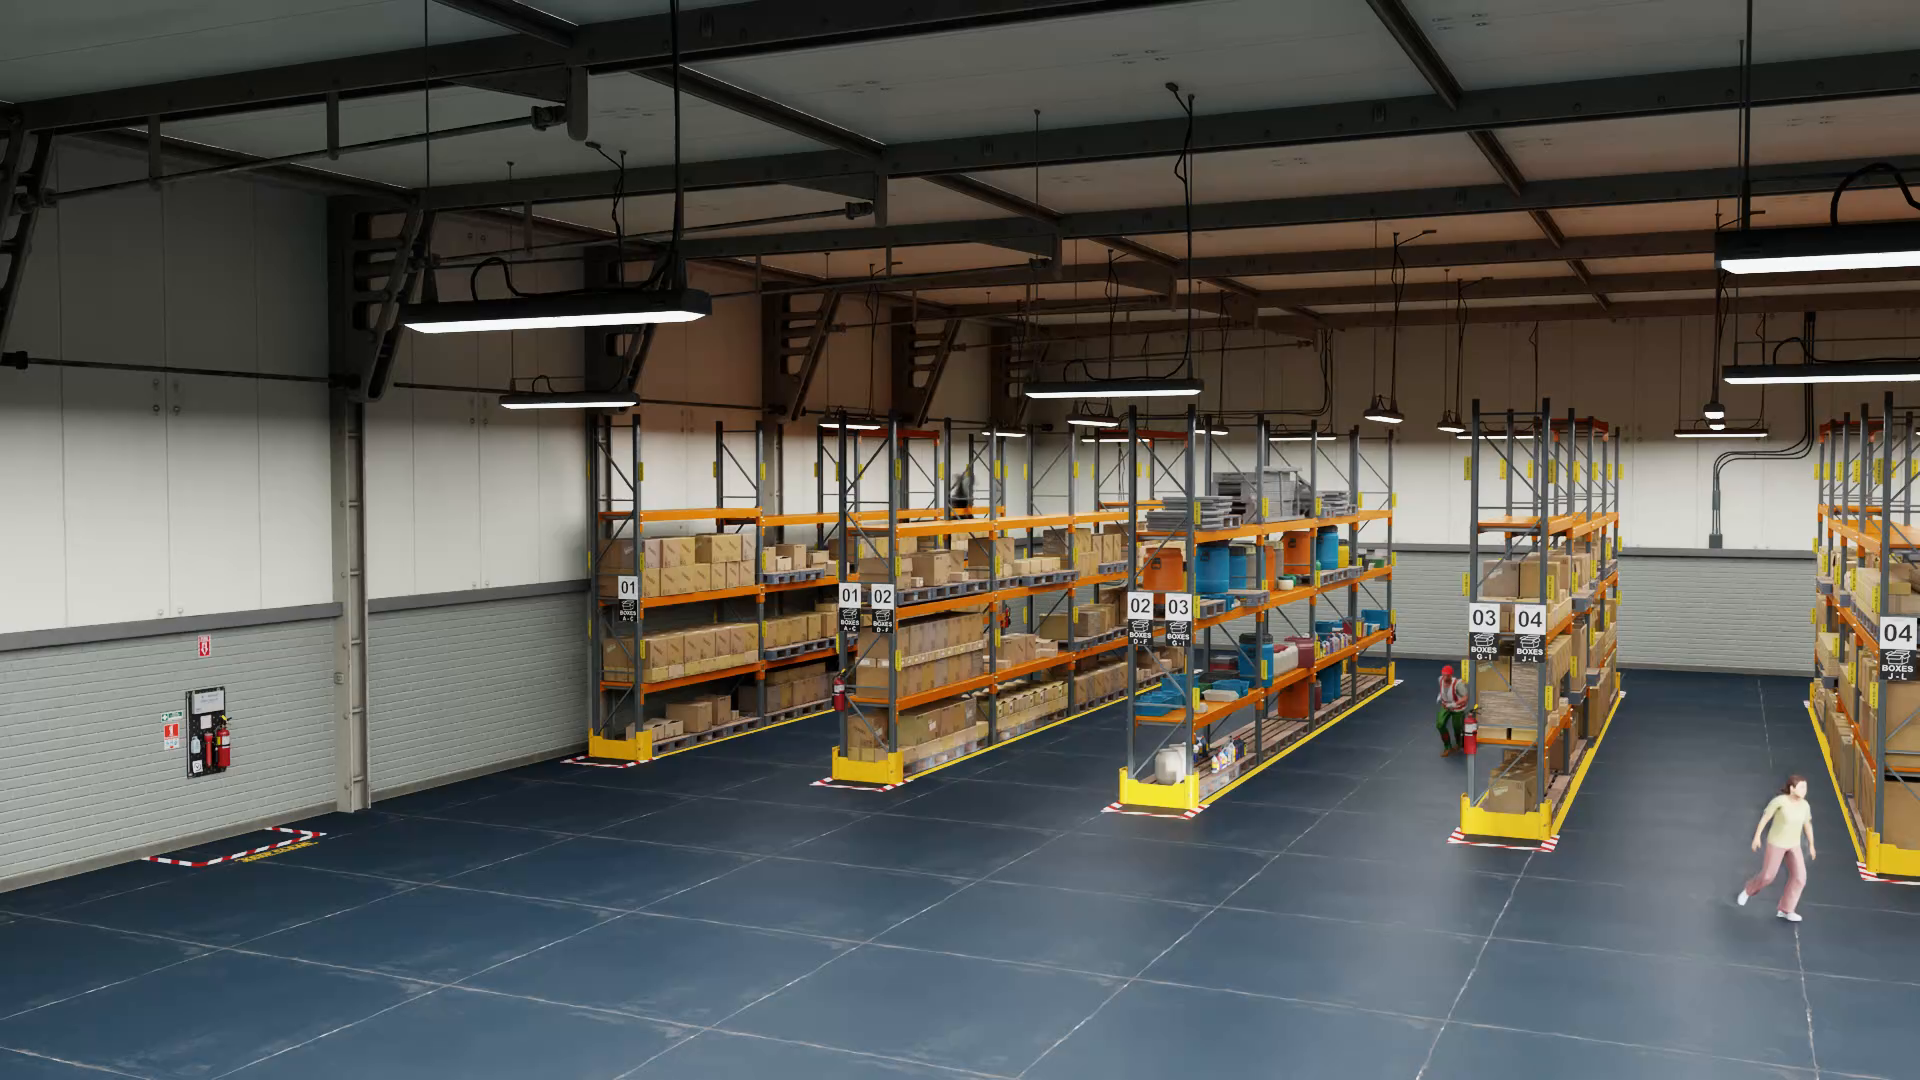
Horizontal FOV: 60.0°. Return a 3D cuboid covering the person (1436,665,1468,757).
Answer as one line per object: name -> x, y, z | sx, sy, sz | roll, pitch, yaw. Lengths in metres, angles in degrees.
person -> 8.670, 2.970, 29.218 | 0.686, 1.607, 1.098 | 2, 3, 38

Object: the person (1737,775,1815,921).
person -> 9.210, 3.418, 18.735 | 0.638, 1.612, 0.725 | 0, 2, -11
